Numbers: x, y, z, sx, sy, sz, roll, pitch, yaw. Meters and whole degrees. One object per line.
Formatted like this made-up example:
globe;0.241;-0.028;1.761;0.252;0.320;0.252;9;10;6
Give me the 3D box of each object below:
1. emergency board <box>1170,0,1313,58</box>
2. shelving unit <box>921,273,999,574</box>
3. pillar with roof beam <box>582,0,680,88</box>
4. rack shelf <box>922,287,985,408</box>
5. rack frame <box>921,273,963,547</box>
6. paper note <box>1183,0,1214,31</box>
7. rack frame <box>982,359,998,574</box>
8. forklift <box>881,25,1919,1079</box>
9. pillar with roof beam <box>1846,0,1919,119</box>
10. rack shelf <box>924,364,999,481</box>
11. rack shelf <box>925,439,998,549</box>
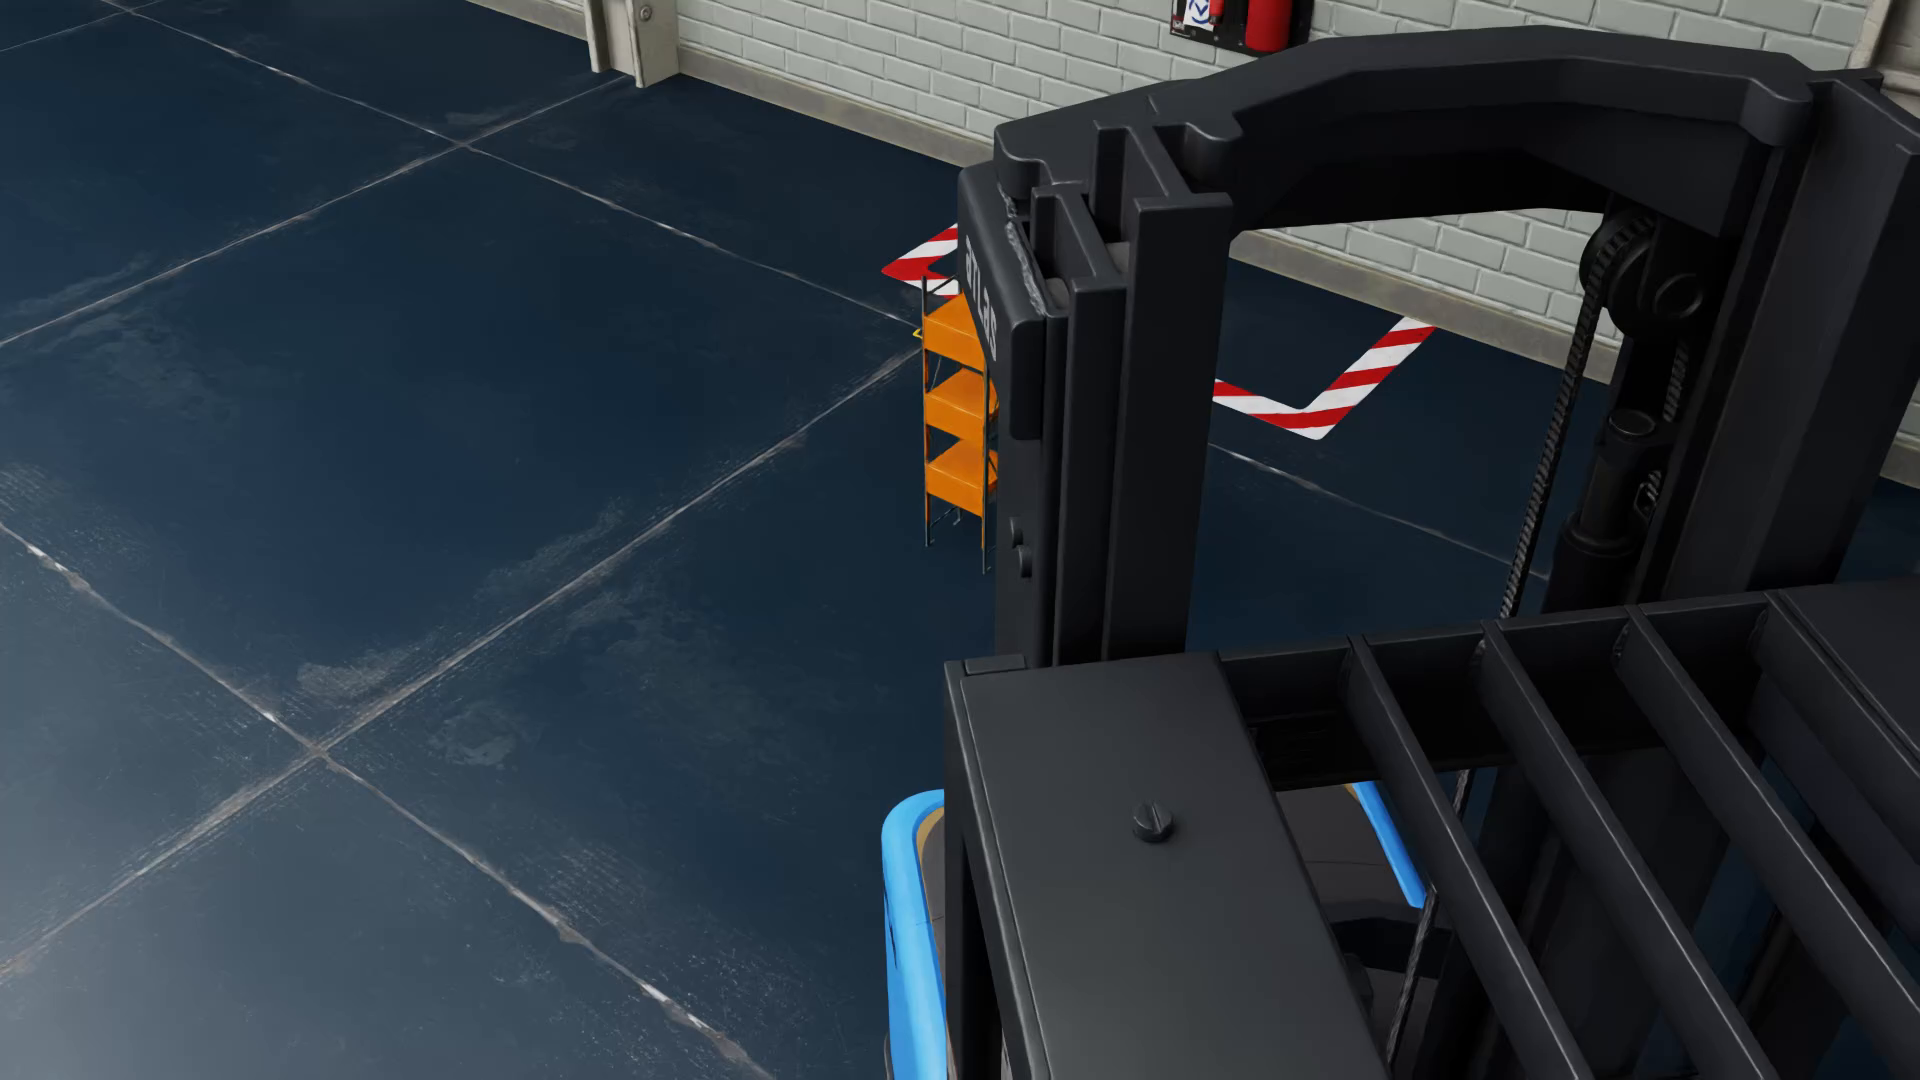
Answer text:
emergency board;1.083;-2.419;6.406;0.643;1.169;0.194;25;45;29
shelving unit;0.043;-0.393;5.401;0.252;1.050;0.215;25;45;29
pillar with roof beam;-4.359;-3.976;3.529;0.400;9.000;9.100;25;45;29
rack shelf;0.043;-0.608;5.232;0.240;0.259;0.215;25;45;29
rack frame;-0.054;-0.439;5.459;0.008;1.050;0.200;25;45;29
paper note;0.984;-2.172;6.806;0.142;0.148;0.016;25;45;29
rack frame;0.139;-0.348;5.342;0.008;1.050;0.200;25;45;29
forklift;0.566;1.057;2.023;1.130;2.935;3.031;-6;38;-7
pillar with roof beam;0.407;-1.729;0.658;0.400;9.000;9.100;25;45;29
rack shelf;0.043;-0.385;5.407;0.240;0.259;0.215;25;45;29
rack shelf;0.043;-0.166;5.579;0.240;0.259;0.215;25;45;29
